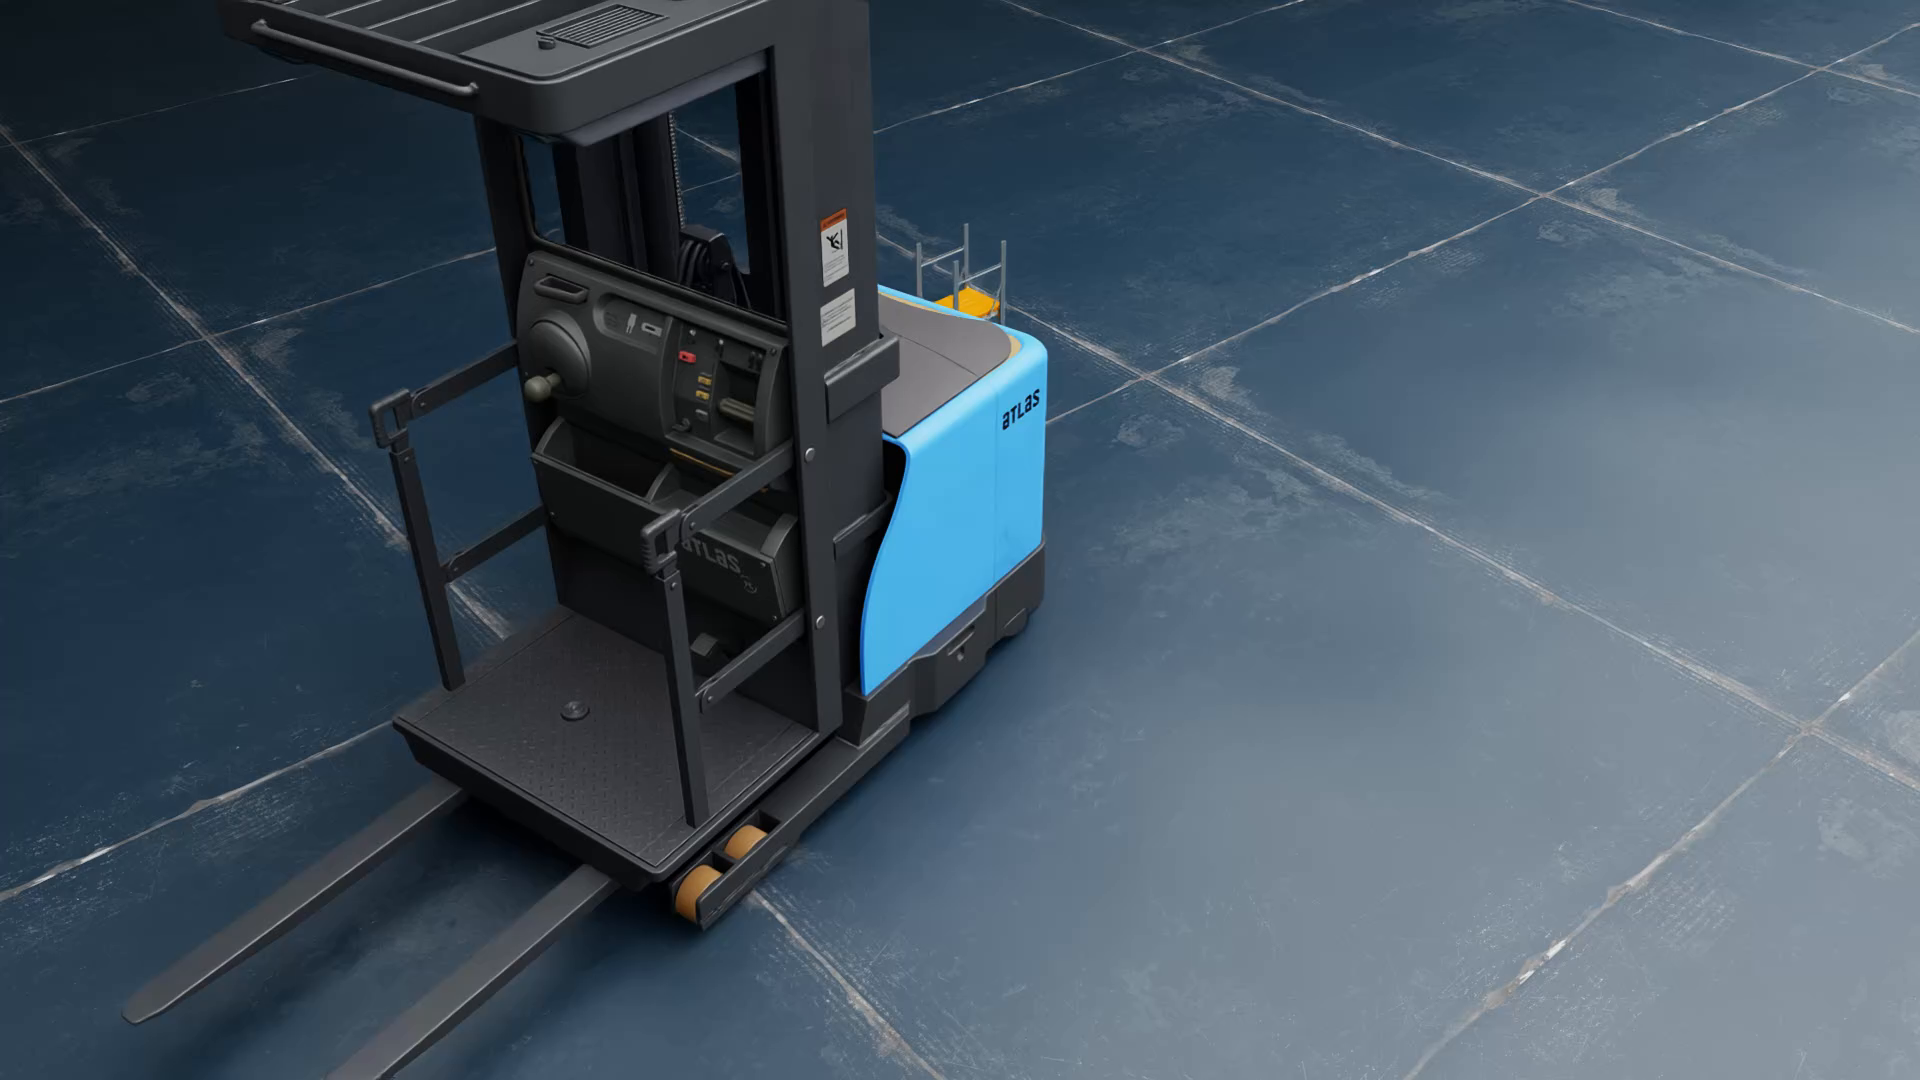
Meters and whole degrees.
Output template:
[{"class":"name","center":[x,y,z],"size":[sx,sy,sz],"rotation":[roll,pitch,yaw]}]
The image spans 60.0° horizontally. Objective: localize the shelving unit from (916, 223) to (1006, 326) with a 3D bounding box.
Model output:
[{"class":"shelving unit","center":[0.003,-0.510,5.932],"size":[0.258,1.200,0.189],"rotation":[-29,44,-34]}]

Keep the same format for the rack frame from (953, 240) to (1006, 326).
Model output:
[{"class":"rack frame","center":[0.065,-0.472,5.878],"size":[0.240,1.200,0.006],"rotation":[-29,44,-34]}]

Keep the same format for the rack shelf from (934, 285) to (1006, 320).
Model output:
[{"class":"rack shelf","center":[0.003,-0.768,5.750],"size":[0.258,0.103,0.180],"rotation":[-29,44,-34]}]

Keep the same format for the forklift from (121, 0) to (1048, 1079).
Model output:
[{"class":"forklift","center":[-0.966,-0.425,4.314],"size":[1.130,2.935,3.031],"rotation":[22,41,28]}]

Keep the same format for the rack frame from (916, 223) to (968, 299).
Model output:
[{"class":"rack frame","center":[-0.060,-0.549,5.986],"size":[0.240,1.200,0.006],"rotation":[-29,44,-34]}]
